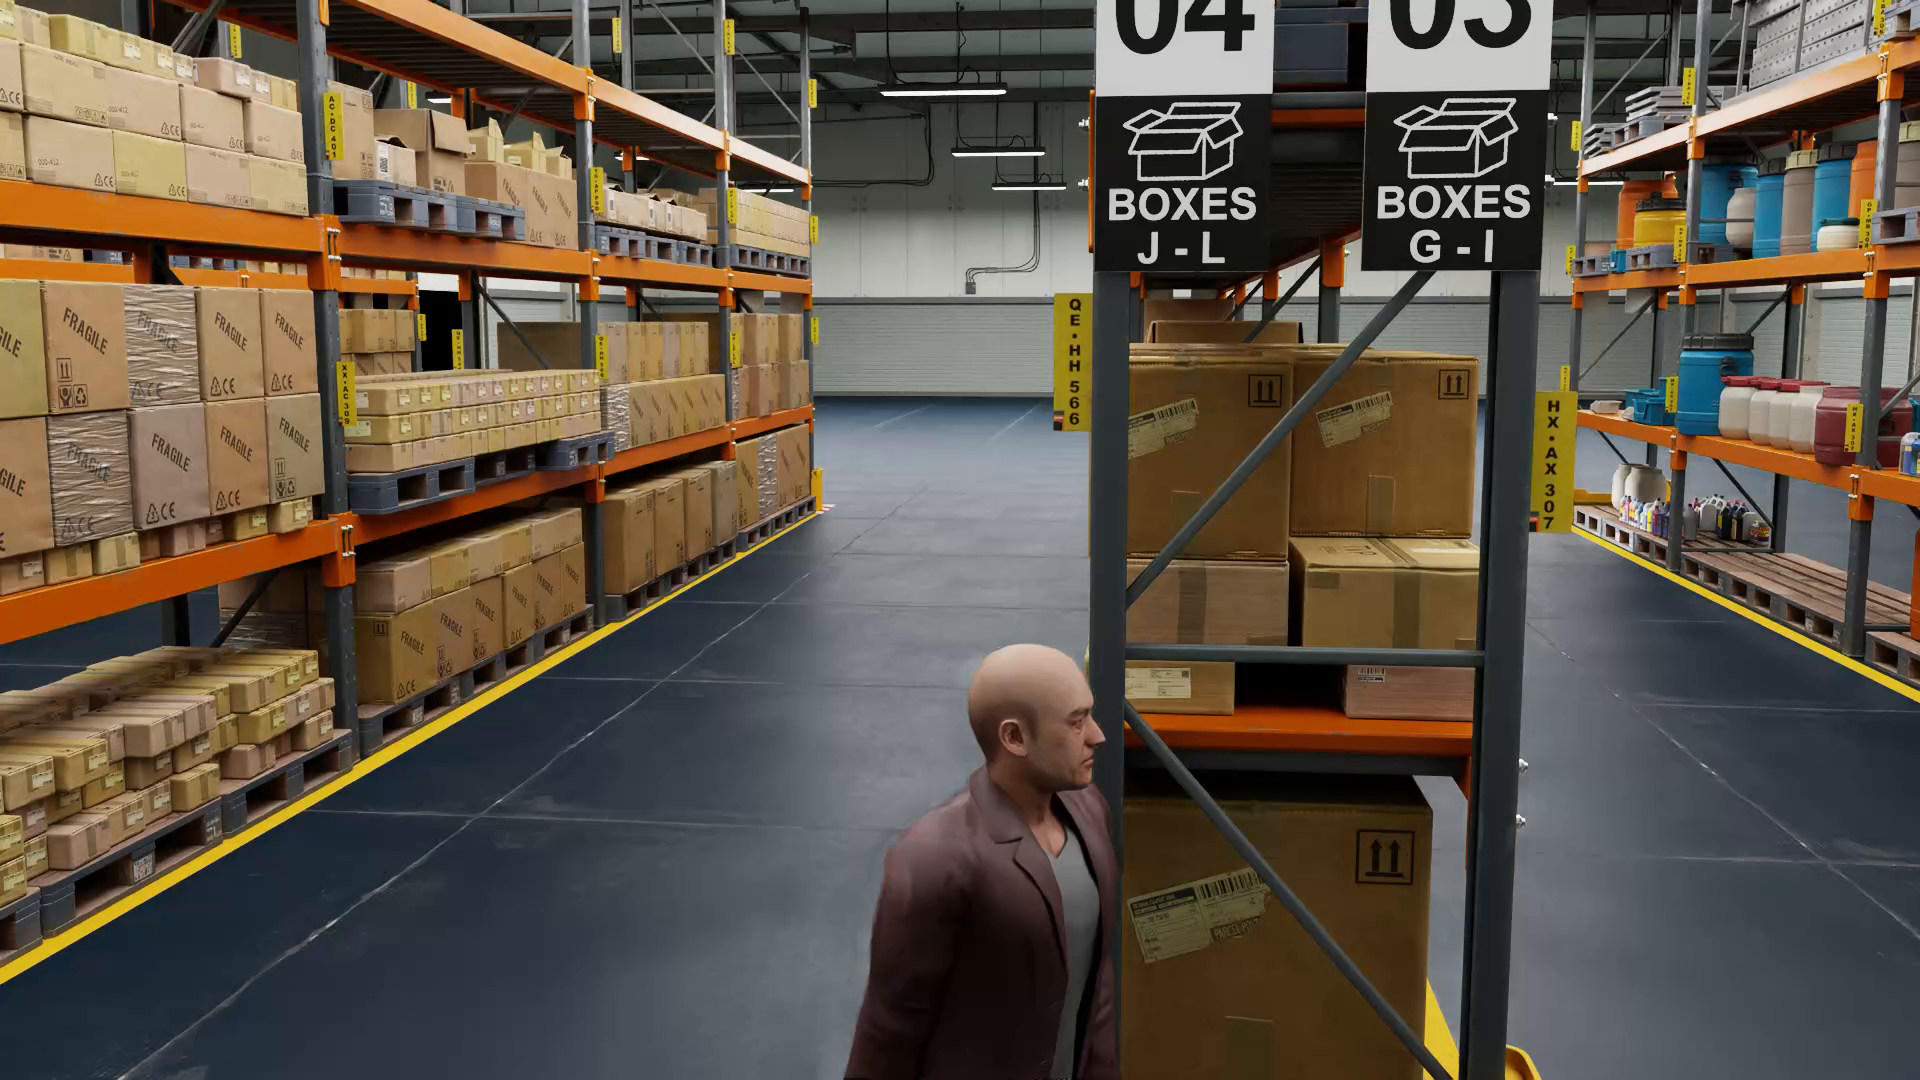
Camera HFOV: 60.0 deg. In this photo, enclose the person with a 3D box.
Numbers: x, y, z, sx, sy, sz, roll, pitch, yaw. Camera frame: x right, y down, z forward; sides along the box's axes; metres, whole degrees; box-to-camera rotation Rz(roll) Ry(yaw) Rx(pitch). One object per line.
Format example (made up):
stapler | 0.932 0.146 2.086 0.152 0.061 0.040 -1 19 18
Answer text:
person | -0.017 1.028 2.940 0.877 1.747 0.613 5 9 34
